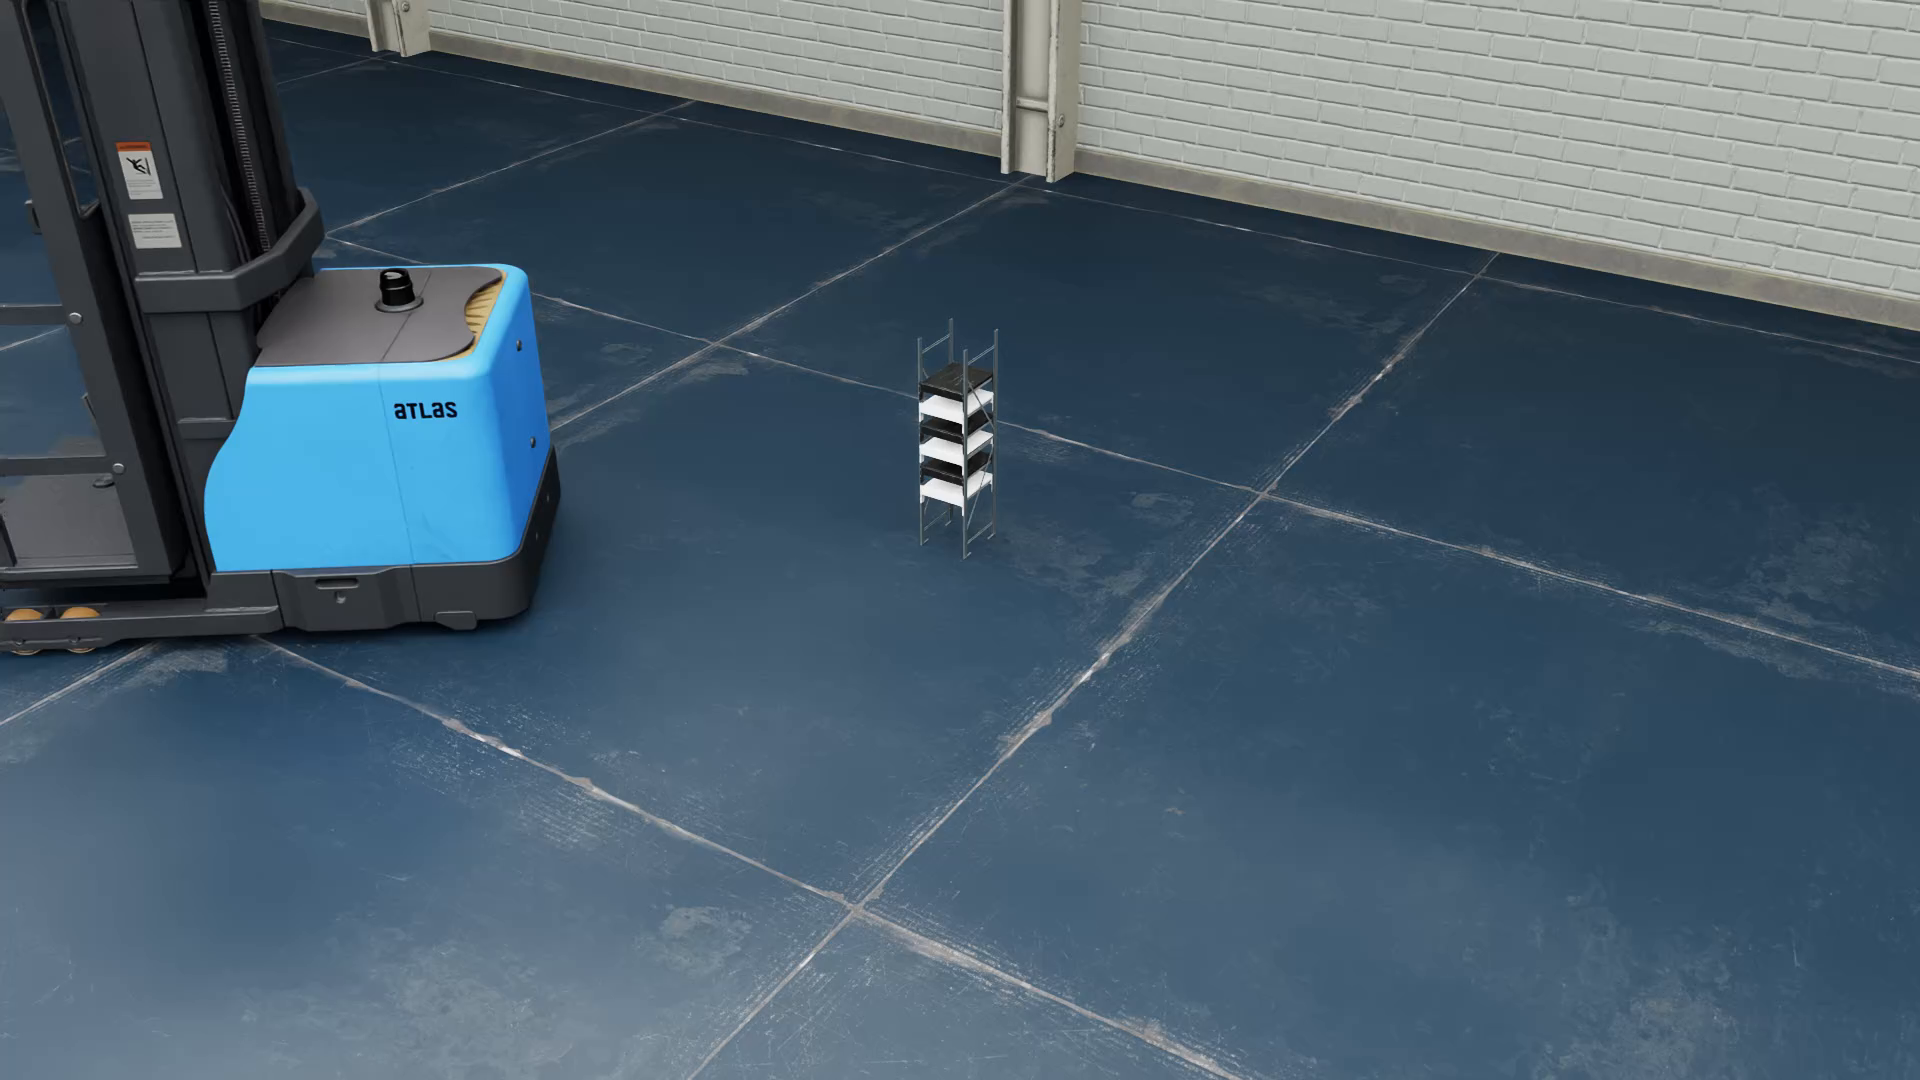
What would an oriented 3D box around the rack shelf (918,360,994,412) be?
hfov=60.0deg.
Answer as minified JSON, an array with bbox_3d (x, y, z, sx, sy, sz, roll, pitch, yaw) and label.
[{"bbox_3d":[-0.007,-0.595,6.408,0.200,0.077,0.258,18,35,27],"label":"rack shelf"}]

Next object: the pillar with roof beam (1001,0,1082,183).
[{"bbox_3d":[-1.776,-4.464,5.472,0.400,9.000,9.100,18,35,27],"label":"pillar with roof beam"}]

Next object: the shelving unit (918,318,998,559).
[{"bbox_3d":[-0.007,-0.391,6.527,0.210,0.900,0.258,18,35,27],"label":"shelving unit"}]

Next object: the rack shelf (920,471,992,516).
[{"bbox_3d":[-0.007,-0.207,6.634,0.200,0.077,0.258,18,35,27],"label":"rack shelf"}]

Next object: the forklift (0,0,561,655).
[{"bbox_3d":[-3.143,-1.125,5.770,3.031,2.935,1.130,-2,30,-4],"label":"forklift"}]

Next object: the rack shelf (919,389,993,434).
[{"bbox_3d":[-0.007,-0.518,6.453,0.200,0.077,0.258,18,35,27],"label":"rack shelf"}]

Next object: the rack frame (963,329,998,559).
[{"bbox_3d":[0.079,-0.364,6.480,0.006,0.900,0.240,18,35,27],"label":"rack frame"}]

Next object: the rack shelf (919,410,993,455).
[{"bbox_3d":[-0.007,-0.440,6.498,0.200,0.077,0.258,18,35,27],"label":"rack shelf"}]

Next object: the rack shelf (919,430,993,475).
[{"bbox_3d":[-0.007,-0.362,6.544,0.200,0.077,0.258,18,35,27],"label":"rack shelf"}]

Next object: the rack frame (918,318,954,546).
[{"bbox_3d":[-0.093,-0.418,6.574,0.006,0.900,0.240,18,35,27],"label":"rack frame"}]

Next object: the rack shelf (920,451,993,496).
[{"bbox_3d":[-0.007,-0.284,6.589,0.200,0.077,0.258,18,35,27],"label":"rack shelf"}]

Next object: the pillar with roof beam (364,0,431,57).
[{"bbox_3d":[-6.858,-6.071,8.227,0.400,9.000,9.100,18,35,27],"label":"pillar with roof beam"}]
